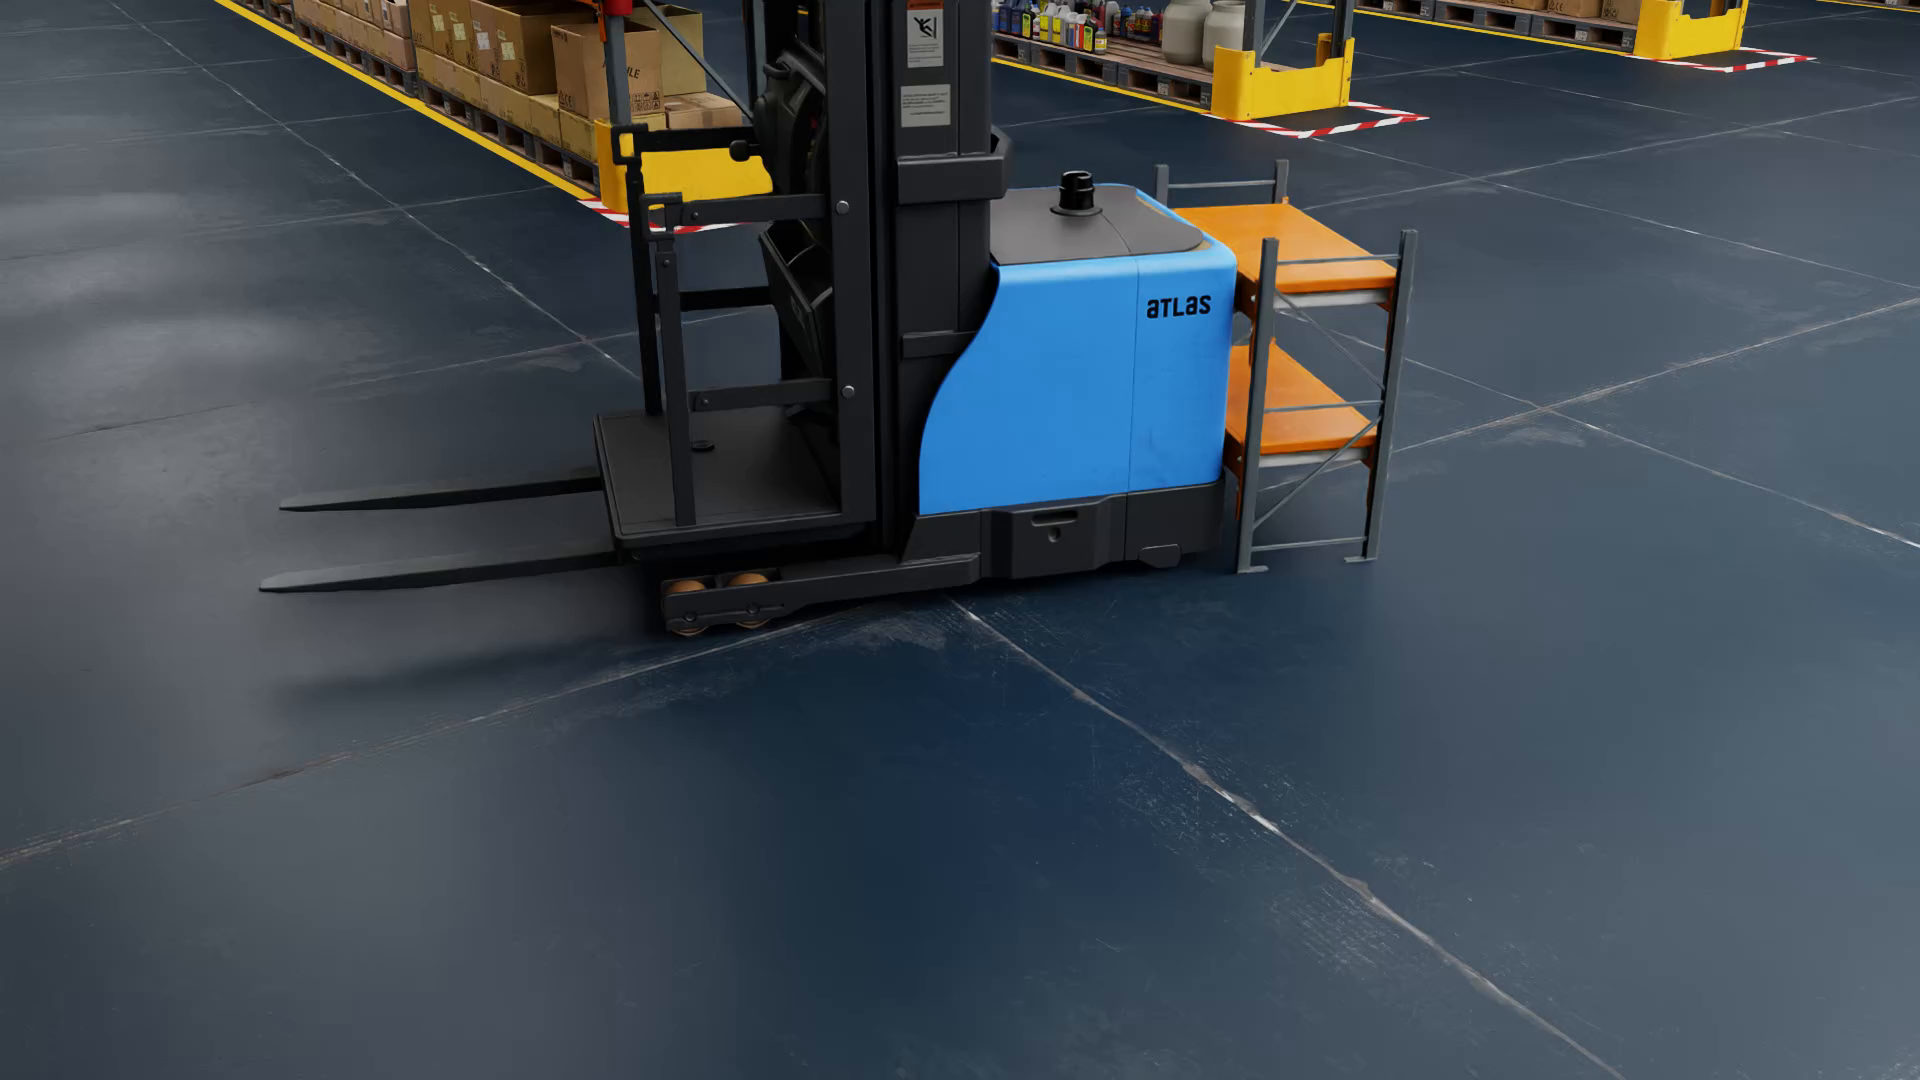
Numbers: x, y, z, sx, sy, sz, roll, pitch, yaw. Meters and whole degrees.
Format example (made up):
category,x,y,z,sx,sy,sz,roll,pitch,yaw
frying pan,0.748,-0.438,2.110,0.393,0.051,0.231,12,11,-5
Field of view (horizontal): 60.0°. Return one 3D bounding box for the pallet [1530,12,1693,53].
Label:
category,x,y,z,sx,sy,sz,roll,pitch,yaw
pallet,6.227,-4.855,15.787,1.003,0.211,1.213,-16,29,-30

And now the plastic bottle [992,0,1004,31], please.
category,x,y,z,sx,sy,sz,roll,pitch,yaw
plastic bottle,0.355,-4.708,14.885,0.152,0.276,0.135,-14,29,-28

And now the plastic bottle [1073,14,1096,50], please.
category,x,y,z,sx,sy,sz,roll,pitch,yaw
plastic bottle,1.048,-4.254,13.923,0.152,0.276,0.135,-15,29,-29

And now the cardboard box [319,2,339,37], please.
category,x,y,z,sx,sy,sz,roll,pitch,yaw
cardboard box,-5.383,-4.671,14.859,0.500,0.250,0.500,-16,30,-31

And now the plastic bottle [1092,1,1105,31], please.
category,x,y,z,sx,sy,sz,roll,pitch,yaw
plastic bottle,1.220,-4.606,14.659,0.061,0.283,0.133,-16,29,-30

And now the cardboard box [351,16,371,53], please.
category,x,y,z,sx,sy,sz,roll,pitch,yaw
cardboard box,-4.827,-4.305,14.084,0.500,0.250,0.500,-15,29,-28

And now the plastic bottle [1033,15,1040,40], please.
category,x,y,z,sx,sy,sz,roll,pitch,yaw
plastic bottle,0.680,-4.440,14.405,0.097,0.201,0.097,0,25,0

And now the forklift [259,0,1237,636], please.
category,x,y,z,sx,sy,sz,roll,pitch,yaw
forklift,-0.697,-1.281,5.030,3.031,2.935,1.130,-7,26,-14

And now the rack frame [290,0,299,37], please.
category,x,y,z,sx,sy,sz,roll,pitch,yaw
rack frame,-5.987,-6.344,15.675,1.000,3.000,0.127,-16,29,-30

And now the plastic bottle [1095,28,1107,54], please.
category,x,y,z,sx,sy,sz,roll,pitch,yaw
plastic bottle,1.163,-4.124,13.735,0.097,0.201,0.097,0,25,0

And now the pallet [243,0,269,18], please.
category,x,y,z,sx,sy,sz,roll,pitch,yaw
pallet,-7.025,-5.795,17.778,1.003,0.211,1.213,-16,29,-30

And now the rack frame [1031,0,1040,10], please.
category,x,y,z,sx,sy,sz,roll,pitch,yaw
rack frame,0.349,-6.066,15.087,1.000,3.000,0.127,-16,29,-30

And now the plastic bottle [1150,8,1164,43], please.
category,x,y,z,sx,sy,sz,roll,pitch,yaw
plastic bottle,1.696,-4.413,14.250,0.061,0.283,0.133,-15,29,-29

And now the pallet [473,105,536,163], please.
category,x,y,z,sx,sy,sz,roll,pitch,yaw
pallet,-2.734,-2.921,11.691,1.003,0.211,1.213,-16,29,-30

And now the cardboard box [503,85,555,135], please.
category,x,y,z,sx,sy,sz,roll,pitch,yaw
cardboard box,-2.717,-2.907,11.122,0.500,0.250,0.500,-16,29,-30

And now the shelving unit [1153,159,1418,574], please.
category,x,y,z,sx,sy,sz,roll,pitch,yaw
shelving unit,1.052,-0.637,5.777,0.538,1.125,1.048,-5,26,-12

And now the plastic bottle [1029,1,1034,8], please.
category,x,y,z,sx,sy,sz,roll,pitch,yaw
plastic bottle,0.622,-4.622,14.709,0.097,0.271,0.097,0,25,0

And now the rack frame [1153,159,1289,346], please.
category,x,y,z,sx,sy,sz,roll,pitch,yaw
rack frame,0.941,-0.849,6.226,0.500,1.125,0.032,-5,26,-12

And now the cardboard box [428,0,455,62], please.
category,x,y,z,sx,sy,sz,roll,pitch,yaw
cardboard box,-3.533,-3.783,12.101,0.500,0.500,0.500,-16,29,-30

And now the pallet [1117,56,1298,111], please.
category,x,y,z,sx,sy,sz,roll,pitch,yaw
pallet,2.013,-3.683,13.304,1.003,0.211,1.213,-16,29,-30

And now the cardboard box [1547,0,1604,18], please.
category,x,y,z,sx,sy,sz,roll,pitch,yaw
cardboard box,6.001,-5.283,15.862,0.500,0.500,0.500,-8,26,-16

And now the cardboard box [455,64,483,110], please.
category,x,y,z,sx,sy,sz,roll,pitch,yaw
cardboard box,-3.267,-3.263,11.878,0.500,0.250,0.500,-16,29,-30

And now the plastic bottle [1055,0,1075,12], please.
category,x,y,z,sx,sy,sz,roll,pitch,yaw
plastic bottle,0.936,-4.758,14.991,0.152,0.276,0.135,-16,29,-30

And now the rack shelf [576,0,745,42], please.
category,x,y,z,sx,sy,sz,roll,pitch,yaw
rack shelf,-2.711,-3.873,11.283,1.077,0.370,4.000,-16,29,-30

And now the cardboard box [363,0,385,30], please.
category,x,y,z,sx,sy,sz,roll,pitch,yaw
cardboard box,-4.554,-4.376,13.578,0.500,0.311,0.500,-15,29,-28

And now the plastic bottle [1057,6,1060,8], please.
category,x,y,z,sx,sy,sz,roll,pitch,yaw
plastic bottle,0.888,-4.472,14.385,0.152,0.276,0.135,-16,29,-30

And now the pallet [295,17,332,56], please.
category,x,y,z,sx,sy,sz,roll,pitch,yaw
pallet,-5.570,-4.780,15.627,1.003,0.211,1.213,-16,29,-30

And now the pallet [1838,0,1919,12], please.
category,x,y,z,sx,sy,sz,roll,pitch,yaw
pallet,10.391,-5.916,18.036,1.003,0.211,1.213,-16,29,-30

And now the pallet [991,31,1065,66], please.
category,x,y,z,sx,sy,sz,roll,pitch,yaw
pallet,0.681,-4.555,15.153,1.003,0.211,1.213,-16,29,-30

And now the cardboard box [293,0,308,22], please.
category,x,y,z,sx,sy,sz,roll,pitch,yaw
cardboard box,-5.947,-5.035,15.630,0.500,0.250,0.500,-16,29,-30

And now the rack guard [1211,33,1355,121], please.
category,x,y,z,sx,sy,sz,roll,pitch,yaw
rack guard,2.452,-3.521,12.624,1.175,0.500,0.348,-16,29,-30

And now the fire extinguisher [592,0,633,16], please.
category,x,y,z,sx,sy,sz,roll,pitch,yaw
fire extinguisher,-1.944,-3.297,9.311,0.296,0.674,0.183,-16,29,-30

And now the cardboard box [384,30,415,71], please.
category,x,y,z,sx,sy,sz,roll,pitch,yaw
cardboard box,-4.272,-3.941,13.313,0.500,0.250,0.500,-16,30,-30

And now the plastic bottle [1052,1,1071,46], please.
category,x,y,z,sx,sy,sz,roll,pitch,yaw
plastic bottle,0.879,-4.396,14.136,0.144,0.351,0.185,-14,29,-27

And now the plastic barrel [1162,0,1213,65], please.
category,x,y,z,sx,sy,sz,roll,pitch,yaw
plastic barrel,1.836,-4.097,13.338,0.421,0.512,0.421,0,25,0

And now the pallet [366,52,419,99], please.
category,x,y,z,sx,sy,sz,roll,pitch,yaw
pallet,-4.238,-3.907,13.778,1.003,0.211,1.213,-16,29,-30

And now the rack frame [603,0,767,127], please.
category,x,y,z,sx,sy,sz,roll,pitch,yaw
rack frame,-1.620,-3.483,9.614,1.000,3.000,0.127,-16,29,-30

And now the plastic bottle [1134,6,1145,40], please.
category,x,y,z,sx,sy,sz,roll,pitch,yaw
plastic bottle,1.562,-4.480,14.408,0.097,0.271,0.097,0,25,0

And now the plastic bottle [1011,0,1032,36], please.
category,x,y,z,sx,sy,sz,roll,pitch,yaw
plastic bottle,0.545,-4.614,14.599,0.144,0.351,0.185,-17,30,-32

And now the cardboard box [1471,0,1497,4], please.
category,x,y,z,sx,sy,sz,roll,pitch,yaw
cardboard box,5.407,-5.721,16.791,0.500,0.500,0.500,-19,31,-34

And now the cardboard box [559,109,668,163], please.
category,x,y,z,sx,sy,sz,roll,pitch,yaw
cardboard box,-2.160,-2.552,10.371,0.500,0.250,0.500,-16,29,-30

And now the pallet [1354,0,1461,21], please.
category,x,y,z,sx,sy,sz,roll,pitch,yaw
pallet,4.895,-5.728,17.636,1.003,0.211,1.213,-16,29,-30

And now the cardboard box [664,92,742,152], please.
category,x,y,z,sx,sy,sz,roll,pitch,yaw
cardboard box,-1.726,-2.673,10.627,0.500,0.250,0.500,-16,29,-30

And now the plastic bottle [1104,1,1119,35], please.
category,x,y,z,sx,sy,sz,roll,pitch,yaw
plastic bottle,1.309,-4.627,14.713,0.152,0.276,0.135,-15,29,-29

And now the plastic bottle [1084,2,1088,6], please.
category,x,y,z,sx,sy,sz,roll,pitch,yaw
plastic bottle,1.171,-4.757,14.979,0.061,0.283,0.133,-13,28,-26

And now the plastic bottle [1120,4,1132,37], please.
category,x,y,z,sx,sy,sz,roll,pitch,yaw
plastic bottle,1.452,-4.553,14.561,0.097,0.271,0.097,0,25,0

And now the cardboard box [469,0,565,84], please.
category,x,y,z,sx,sy,sz,roll,pitch,yaw
cardboard box,-2.992,-3.424,11.340,0.500,0.500,0.500,-16,29,-30

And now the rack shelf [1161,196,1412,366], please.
category,x,y,z,sx,sy,sz,roll,pitch,yaw
rack shelf,1.054,-0.902,5.653,0.538,0.278,1.000,-5,26,-12

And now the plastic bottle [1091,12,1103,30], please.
category,x,y,z,sx,sy,sz,roll,pitch,yaw
plastic bottle,1.137,-4.283,13.975,0.061,0.283,0.133,-16,29,-30

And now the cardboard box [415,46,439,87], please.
category,x,y,z,sx,sy,sz,roll,pitch,yaw
cardboard box,-3.804,-3.623,12.641,0.500,0.250,0.500,-16,29,-30

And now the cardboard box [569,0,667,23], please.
category,x,y,z,sx,sy,sz,roll,pitch,yaw
cardboard box,-2.284,-3.366,11.217,0.500,0.500,0.500,-16,29,-30

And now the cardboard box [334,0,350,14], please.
category,x,y,z,sx,sy,sz,roll,pitch,yaw
cardboard box,-5.095,-4.736,14.340,0.500,0.311,0.500,-16,30,-30

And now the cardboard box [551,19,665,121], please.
category,x,y,z,sx,sy,sz,roll,pitch,yaw
cardboard box,-2.162,-2.891,10.210,0.500,0.500,0.500,-16,29,-30
